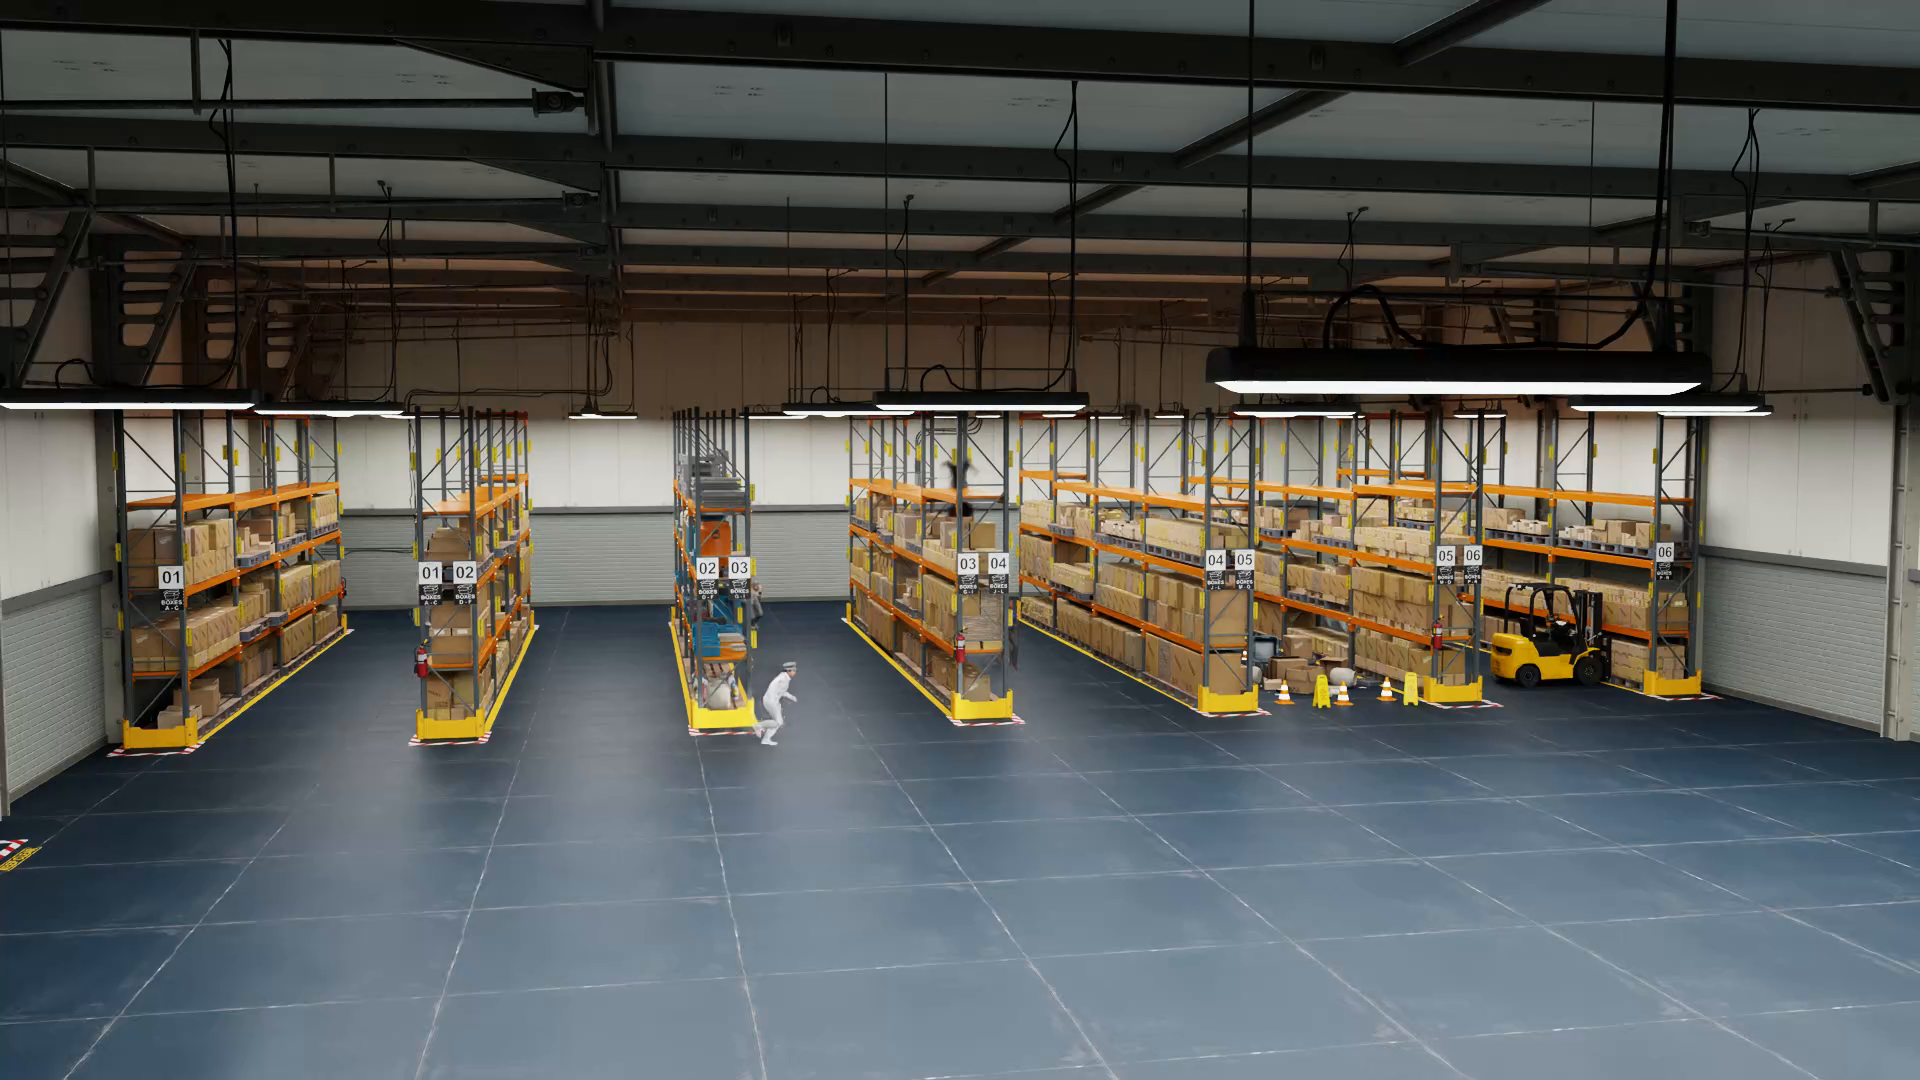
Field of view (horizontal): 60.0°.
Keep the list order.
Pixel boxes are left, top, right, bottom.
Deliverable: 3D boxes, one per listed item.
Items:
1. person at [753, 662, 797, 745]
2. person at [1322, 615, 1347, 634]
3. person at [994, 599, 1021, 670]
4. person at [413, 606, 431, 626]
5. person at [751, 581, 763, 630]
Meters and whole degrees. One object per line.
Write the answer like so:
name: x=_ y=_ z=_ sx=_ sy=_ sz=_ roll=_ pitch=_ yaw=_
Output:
person: x=-3.273 y=2.904 z=29.377 sx=0.799 sy=1.486 sz=0.641 roll=0 pitch=4 yaw=4
person: x=10.043 y=1.704 z=44.749 sx=0.664 sy=1.723 sz=0.974 roll=-2 pitch=5 yaw=-26
person: x=1.097 y=2.166 z=38.594 sx=0.589 sy=1.646 sz=0.962 roll=-2 pitch=5 yaw=-30
person: x=-15.088 y=1.643 z=46.742 sx=0.585 sy=1.547 sz=0.517 roll=-1 pitch=4 yaw=-13
person: x=-5.629 y=1.791 z=45.521 sx=0.599 sy=1.378 sz=0.938 roll=-2 pitch=5 yaw=-28
